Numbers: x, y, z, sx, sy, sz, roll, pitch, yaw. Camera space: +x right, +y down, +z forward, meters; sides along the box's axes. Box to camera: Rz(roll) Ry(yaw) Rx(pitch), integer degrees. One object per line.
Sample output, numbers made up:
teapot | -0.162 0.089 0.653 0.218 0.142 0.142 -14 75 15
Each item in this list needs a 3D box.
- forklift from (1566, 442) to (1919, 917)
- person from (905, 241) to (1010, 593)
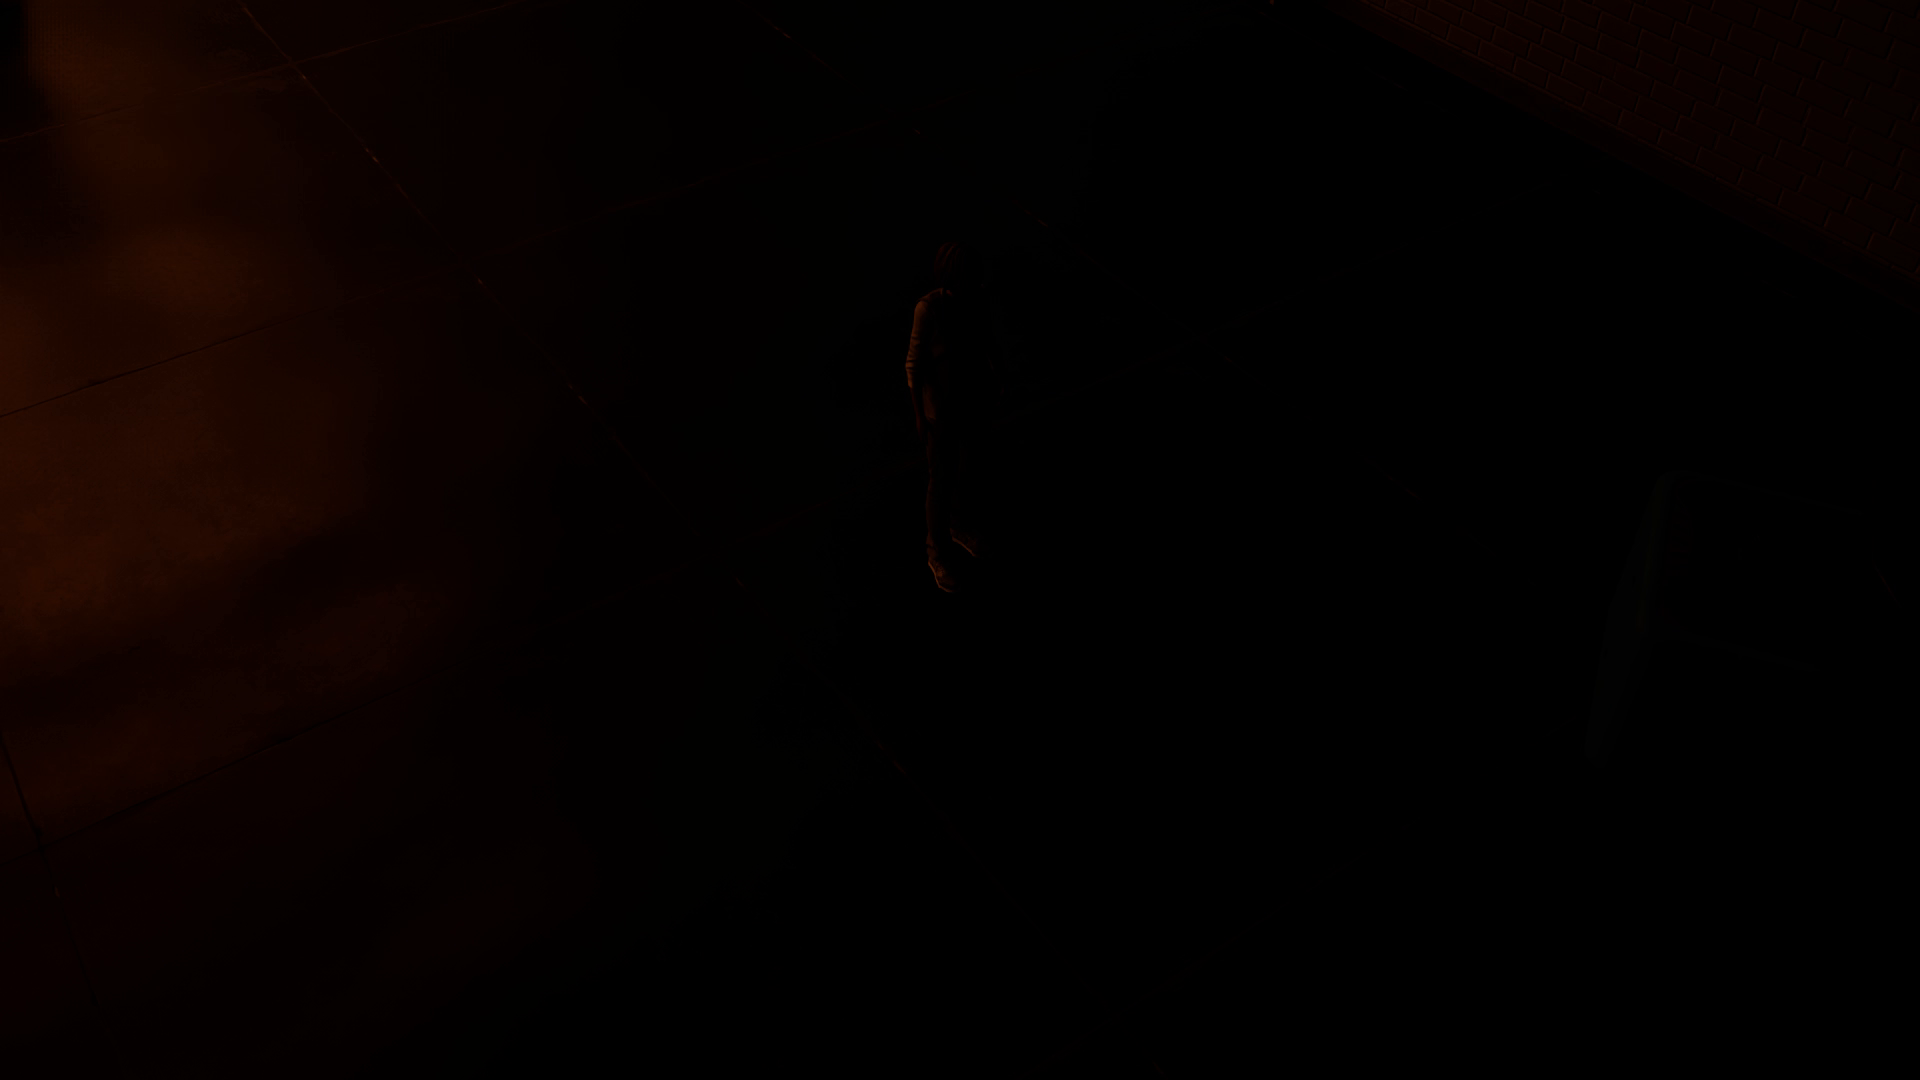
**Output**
forklift | 3.999 0.096 5.611 3.031 2.935 1.130 16 45 16
person | 0.032 -0.546 7.282 0.521 1.599 0.473 -25 48 -25
